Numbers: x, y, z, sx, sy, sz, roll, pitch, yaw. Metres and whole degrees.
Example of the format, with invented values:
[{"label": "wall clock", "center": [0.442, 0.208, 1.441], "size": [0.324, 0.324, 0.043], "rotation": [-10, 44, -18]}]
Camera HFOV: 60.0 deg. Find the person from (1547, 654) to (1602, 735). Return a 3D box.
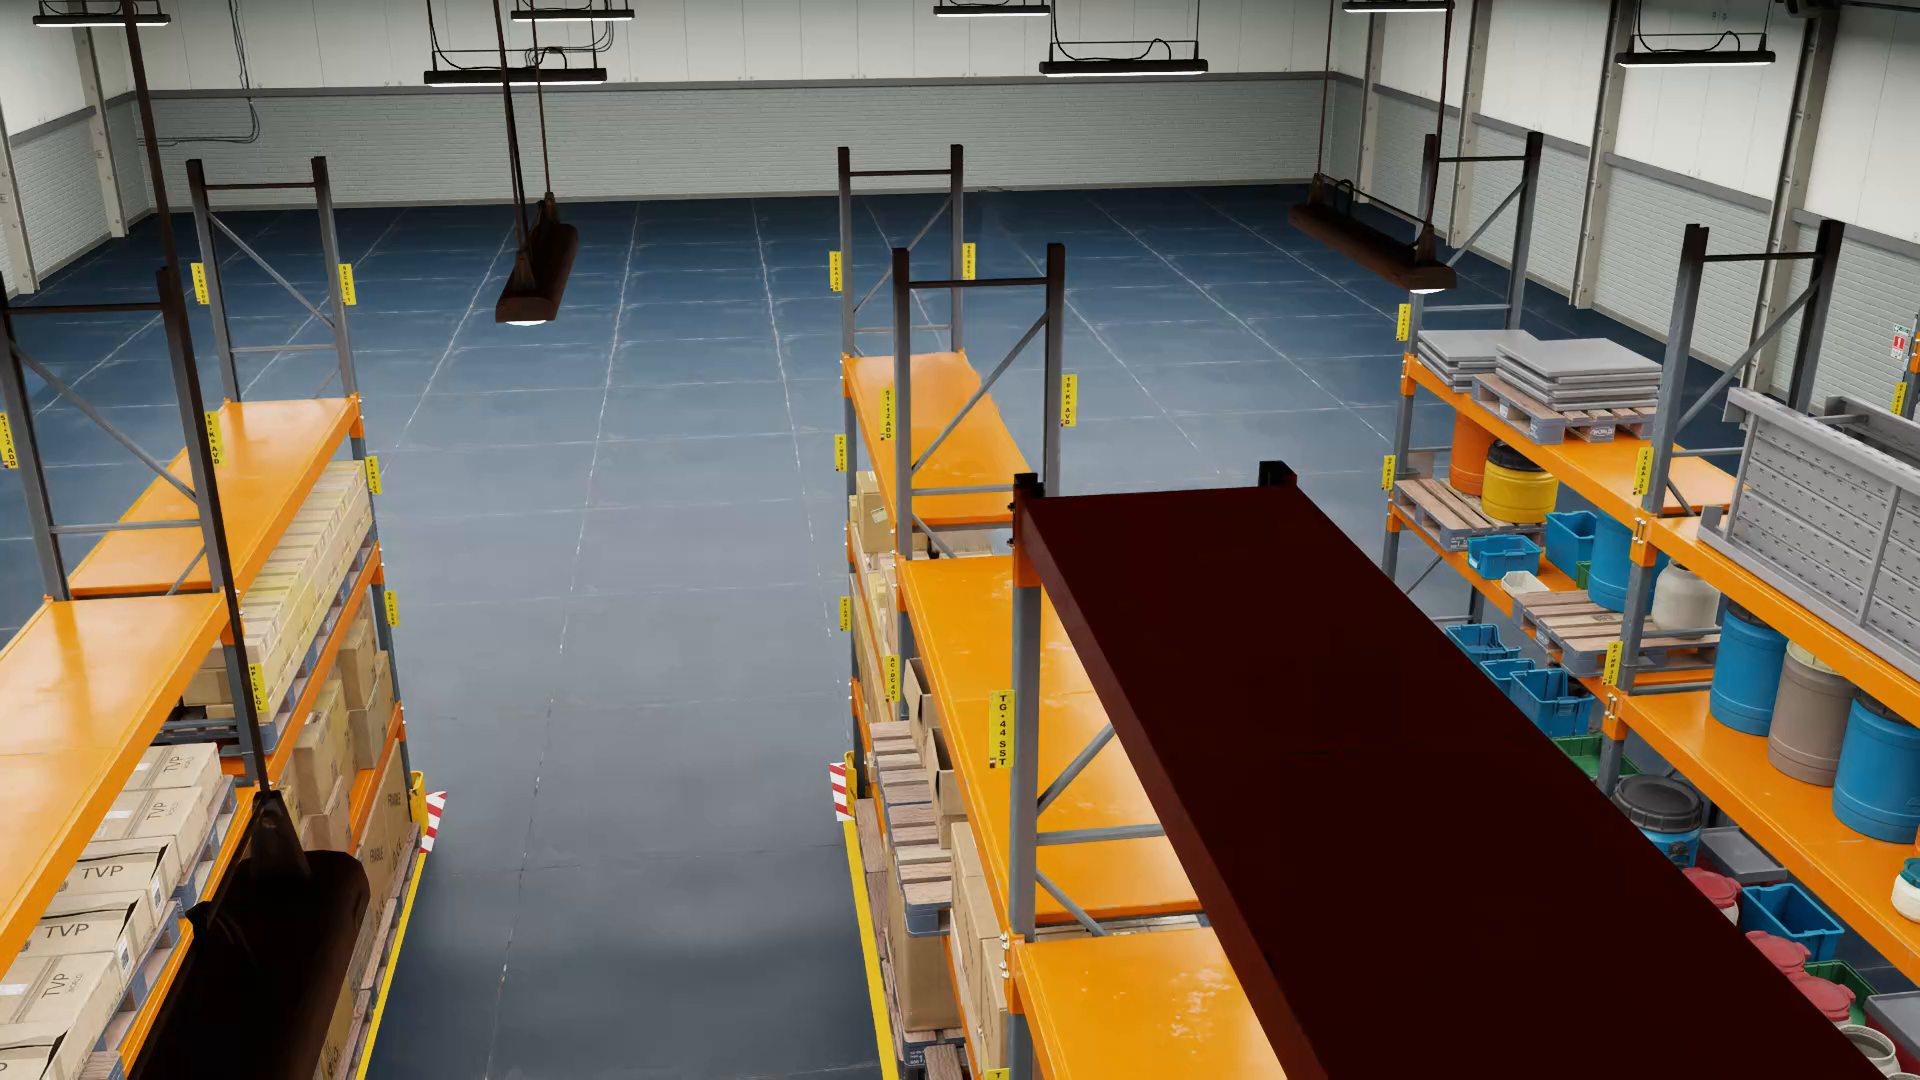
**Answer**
[{"label": "person", "center": [5.920, 1.286, 16.146], "size": [0.678, 1.665, 0.799], "rotation": [-6, 22, -14]}]
